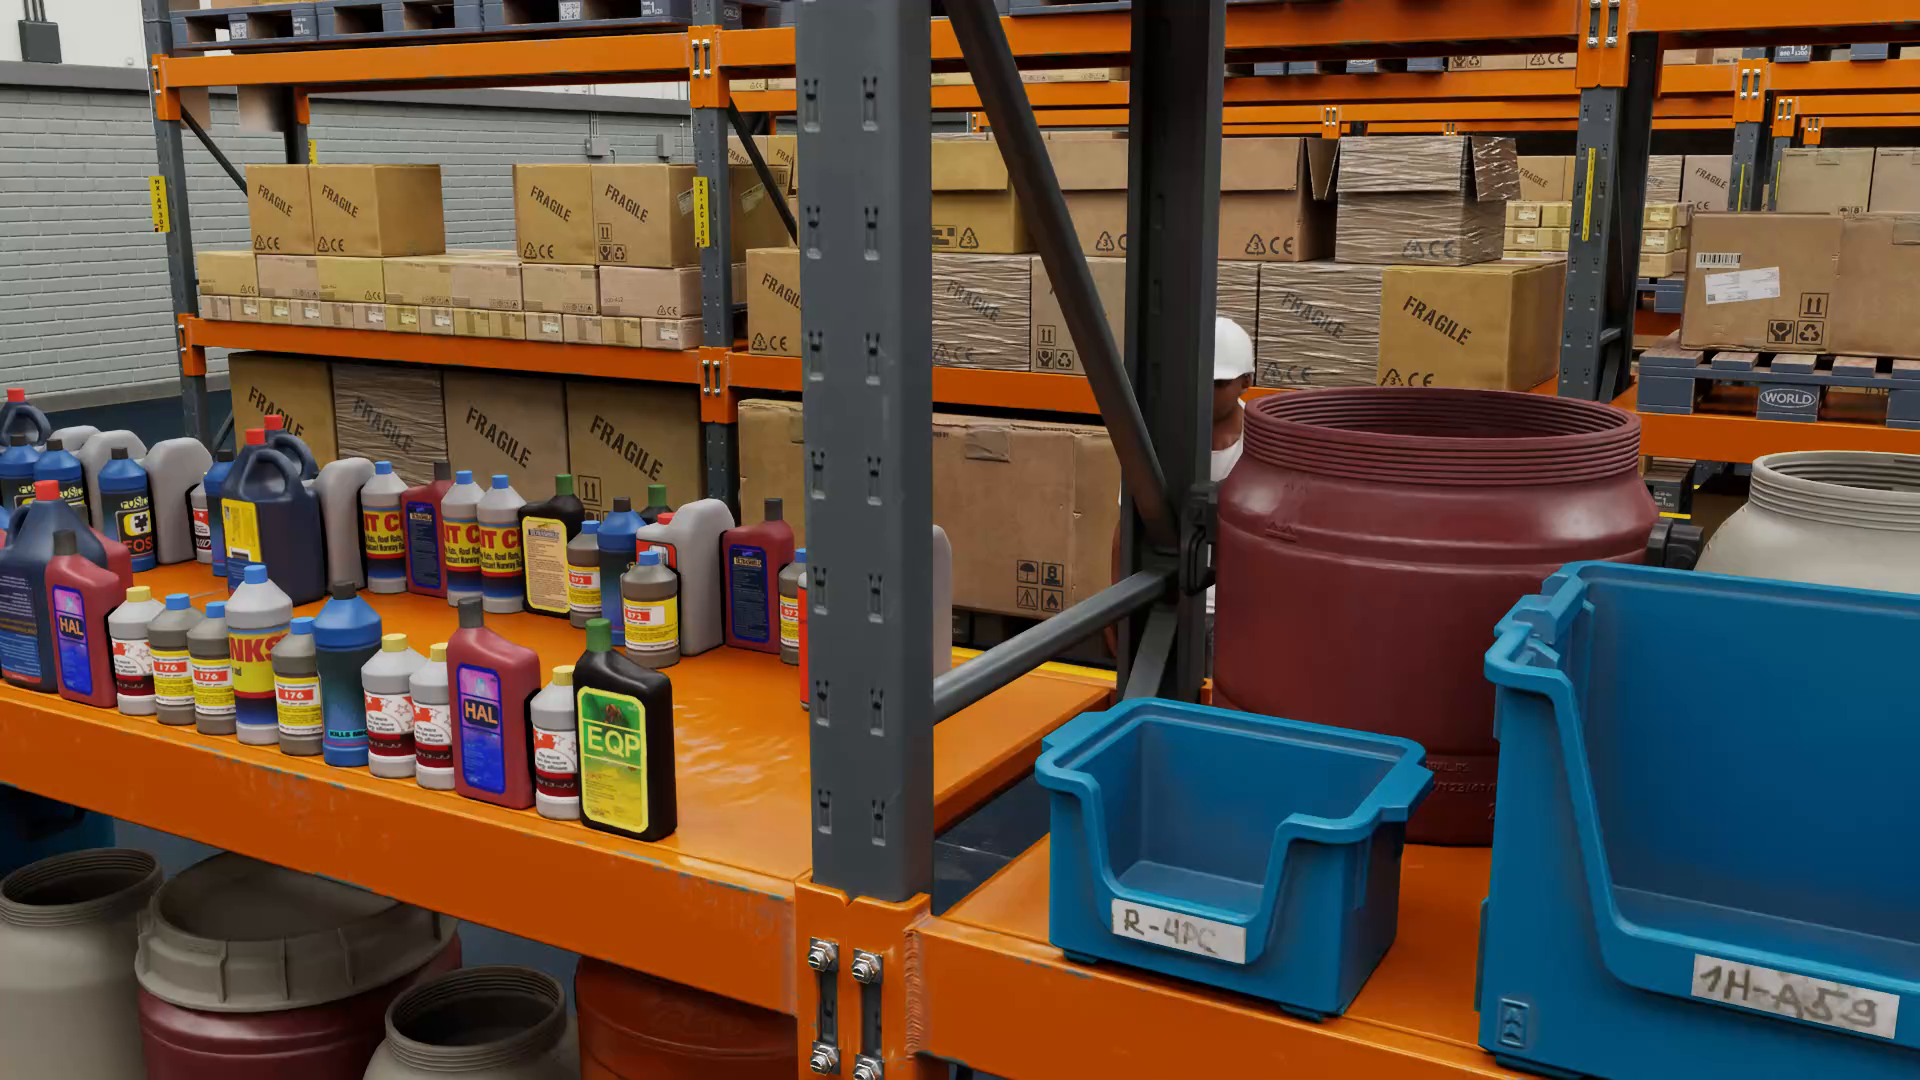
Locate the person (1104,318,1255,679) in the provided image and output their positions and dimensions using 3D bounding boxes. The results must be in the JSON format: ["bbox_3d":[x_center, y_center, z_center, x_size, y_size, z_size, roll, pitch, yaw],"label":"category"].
[{"bbox_3d":[0.733,0.218,4.951,0.631,1.759,0.461,6,14,25],"label":"person"}]
